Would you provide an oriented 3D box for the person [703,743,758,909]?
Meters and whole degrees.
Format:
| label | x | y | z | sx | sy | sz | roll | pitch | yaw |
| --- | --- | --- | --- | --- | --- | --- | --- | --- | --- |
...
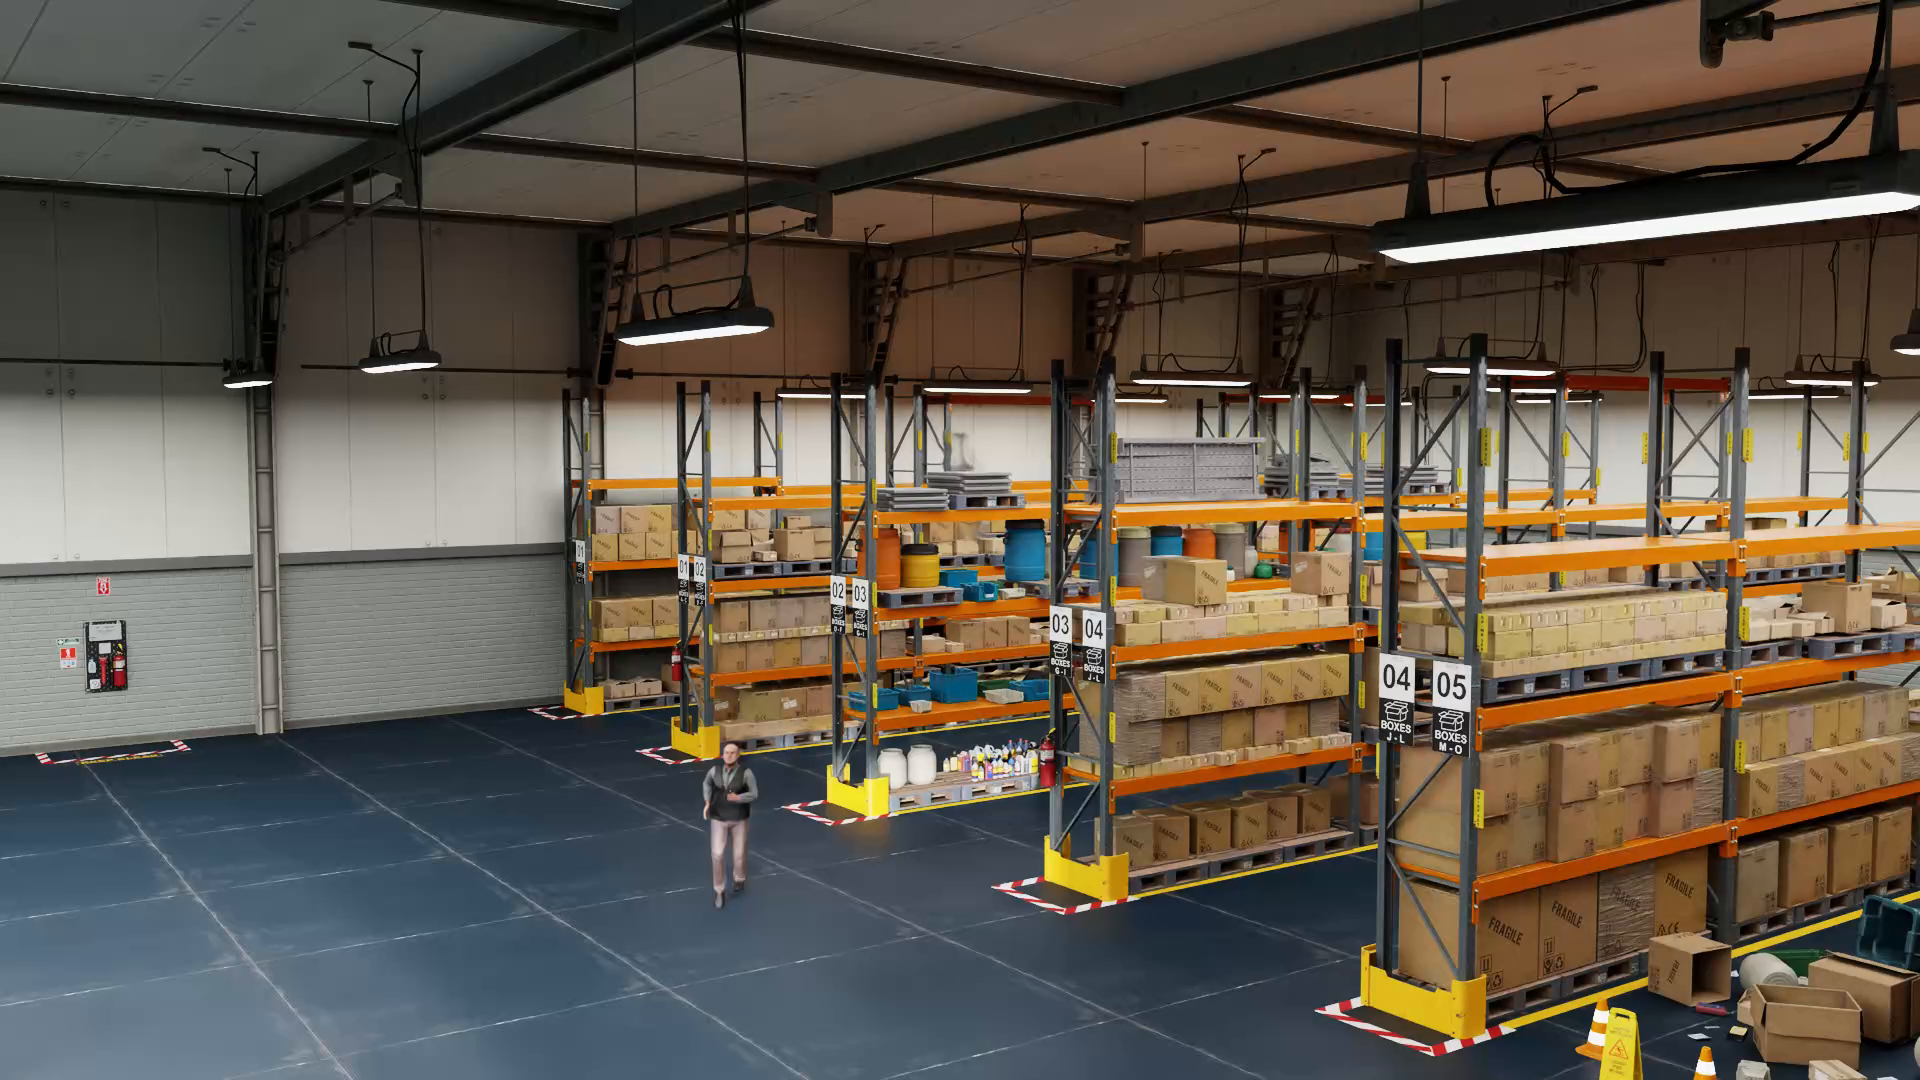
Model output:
| label | x | y | z | sx | sy | sz | roll | pitch | yaw |
| --- | --- | --- | --- | --- | --- | --- | --- | --- | --- |
| person | -2.535 | 3.133 | 18.333 | 0.629 | 1.786 | 0.764 | 0 | 4 | -3 |
